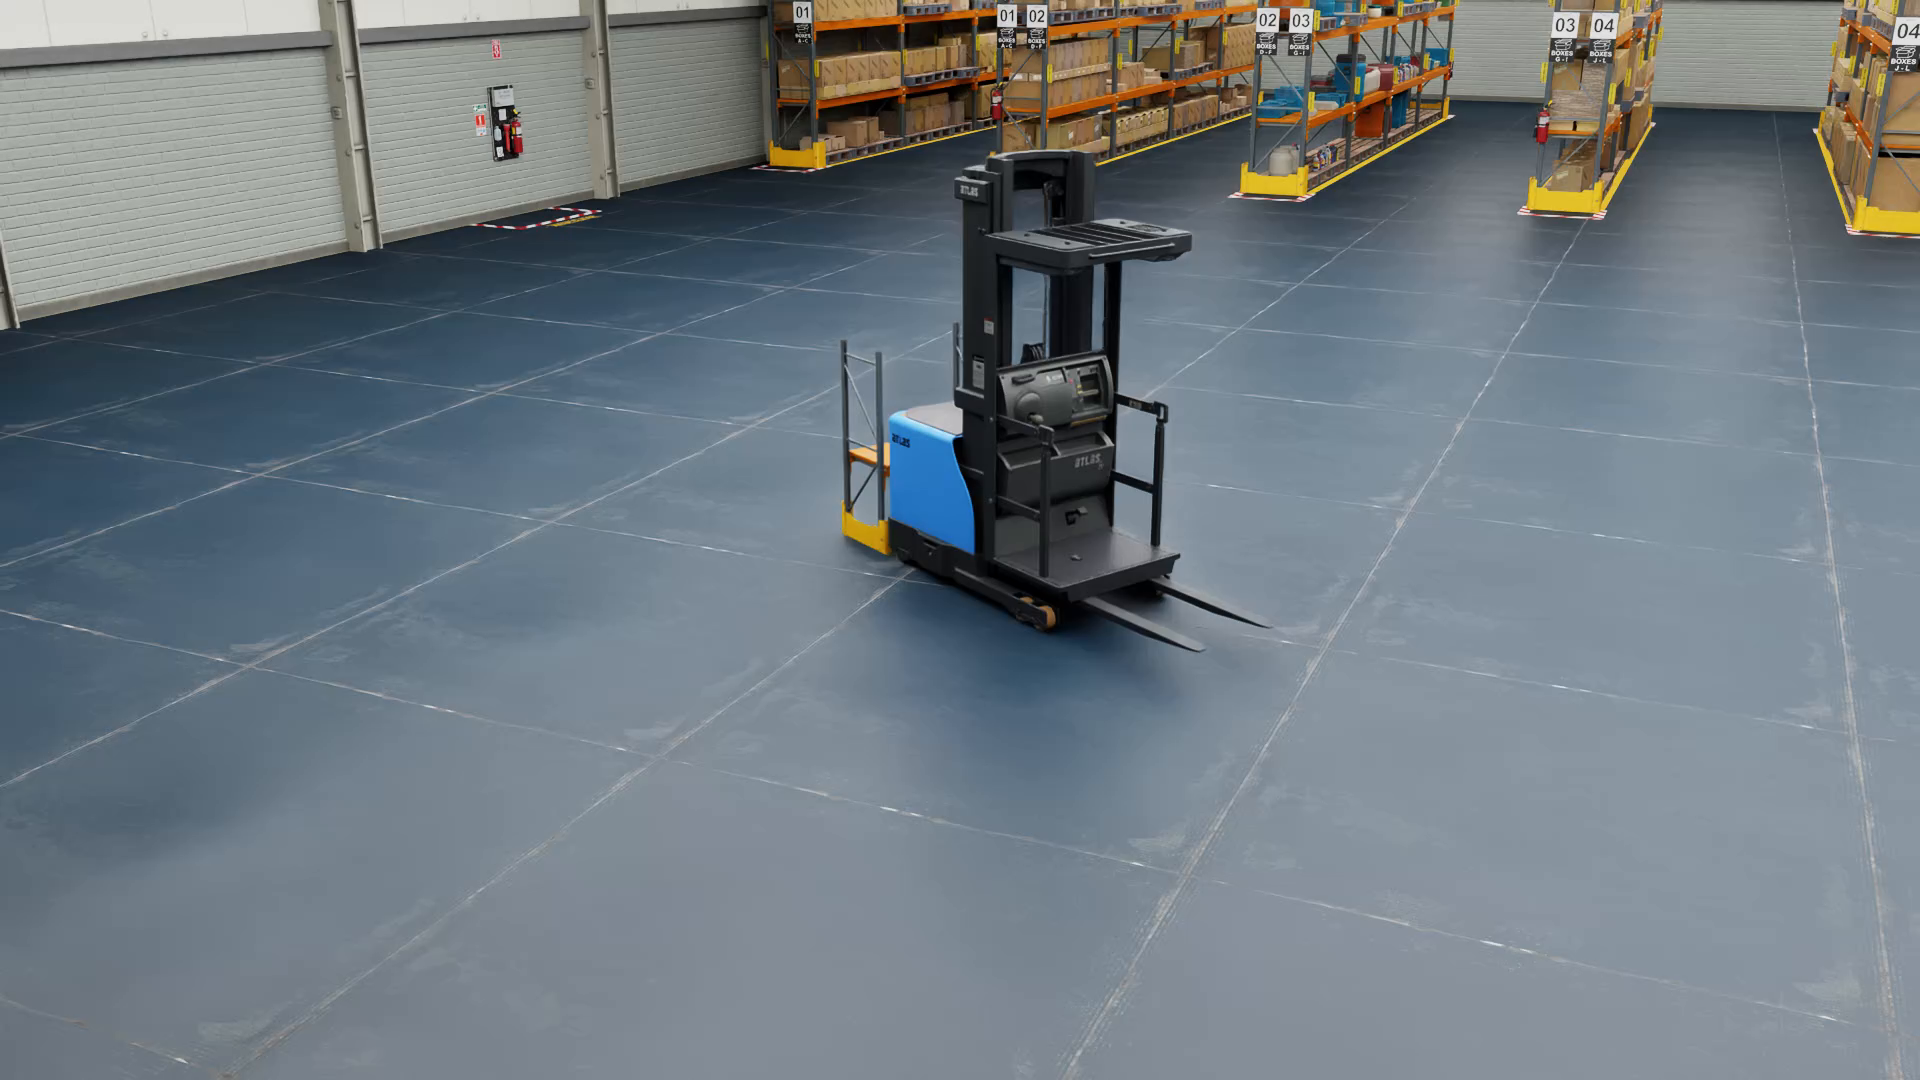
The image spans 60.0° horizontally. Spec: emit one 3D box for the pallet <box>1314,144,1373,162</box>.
[{"bbox_3d":[8.114,-8.203,35.220,1.003,0.211,1.213,9,21,23],"label":"pallet"}]

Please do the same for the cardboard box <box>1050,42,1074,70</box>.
[{"bbox_3d":[1.815,-9.486,32.581,0.700,0.500,0.500,9,21,23],"label":"cardboard box"}]

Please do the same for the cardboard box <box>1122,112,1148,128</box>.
[{"bbox_3d":[3.837,-9.307,36.802,0.500,0.311,0.500,9,22,24],"label":"cardboard box"}]

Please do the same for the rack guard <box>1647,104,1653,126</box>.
[{"bbox_3d":[16.772,-10.716,41.853,1.175,0.500,0.348,9,21,23],"label":"rack guard"}]

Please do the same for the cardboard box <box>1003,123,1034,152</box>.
[{"bbox_3d":[1.122,-7.816,32.327,0.500,0.500,0.500,9,21,23],"label":"cardboard box"}]

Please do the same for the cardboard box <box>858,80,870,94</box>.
[{"bbox_3d":[-2.234,-9.548,35.034,0.500,0.250,0.500,9,21,23],"label":"cardboard box"}]

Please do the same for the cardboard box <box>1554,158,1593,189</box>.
[{"bbox_3d":[10.695,-6.391,29.067,0.500,0.500,0.500,15,25,37],"label":"cardboard box"}]

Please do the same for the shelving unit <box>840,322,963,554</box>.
[{"bbox_3d":[-0.294,-0.790,12.450,1.083,1.500,0.587,-14,24,-34],"label":"shelving unit"}]

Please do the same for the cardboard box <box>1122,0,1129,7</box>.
[{"bbox_3d":[3.296,-11.474,35.376,0.500,0.250,0.500,6,21,17],"label":"cardboard box"}]

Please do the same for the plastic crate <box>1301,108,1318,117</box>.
[{"bbox_3d":[6.352,-7.780,30.261,0.298,0.136,0.250,9,21,23],"label":"plastic crate"}]

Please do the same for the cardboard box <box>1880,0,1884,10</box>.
[{"bbox_3d":[15.671,-8.968,27.737,0.500,0.250,0.500,8,21,22],"label":"cardboard box"}]

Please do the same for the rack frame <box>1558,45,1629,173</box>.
[{"bbox_3d":[11.848,-8.218,31.099,1.000,3.000,0.127,9,21,23],"label":"rack frame"}]

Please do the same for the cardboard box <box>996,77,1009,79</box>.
[{"bbox_3d":[1.420,-11.671,43.390,0.750,0.750,0.750,9,21,23],"label":"cardboard box"}]

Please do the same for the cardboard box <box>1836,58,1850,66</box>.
[{"bbox_3d":[19.027,-10.254,35.686,0.380,0.149,0.250,10,22,25],"label":"cardboard box"}]

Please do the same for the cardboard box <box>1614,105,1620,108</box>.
[{"bbox_3d":[12.028,-7.993,30.843,0.380,0.149,0.250,9,21,23],"label":"cardboard box"}]

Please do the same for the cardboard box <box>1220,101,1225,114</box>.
[{"bbox_3d":[6.457,-11.063,42.455,0.500,0.311,0.500,9,21,23],"label":"cardboard box"}]

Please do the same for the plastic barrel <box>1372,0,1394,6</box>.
[{"bbox_3d":[9.203,-12.107,36.290,0.600,0.830,0.708,9,21,23],"label":"plastic barrel"}]

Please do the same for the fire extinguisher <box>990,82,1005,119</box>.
[{"bbox_3d":[0.702,-8.346,31.577,0.296,0.674,0.183,9,21,23],"label":"fire extinguisher"}]

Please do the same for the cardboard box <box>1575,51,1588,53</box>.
[{"bbox_3d":[11.023,-8.467,29.716,0.500,0.500,0.500,9,21,23],"label":"cardboard box"}]

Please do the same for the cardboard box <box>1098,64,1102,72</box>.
[{"bbox_3d":[2.688,-9.663,34.045,0.380,0.149,0.250,8,21,21],"label":"cardboard box"}]

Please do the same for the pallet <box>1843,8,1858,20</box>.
[{"bbox_3d":[18.836,-10.785,34.122,1.213,0.211,1.003,9,21,23],"label":"pallet"}]

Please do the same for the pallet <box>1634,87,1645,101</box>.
[{"bbox_3d":[13.292,-9.118,33.916,1.213,0.211,1.003,9,21,23],"label":"pallet"}]

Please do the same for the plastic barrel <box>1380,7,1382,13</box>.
[{"bbox_3d":[8.913,-11.378,35.740,0.294,0.245,0.294,0,20,0],"label":"plastic barrel"}]

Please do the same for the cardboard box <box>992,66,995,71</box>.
[{"bbox_3d":[0.662,-11.759,41.402,0.380,0.149,0.250,9,21,24],"label":"cardboard box"}]

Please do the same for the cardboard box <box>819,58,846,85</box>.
[{"bbox_3d":[-2.665,-9.580,34.006,0.500,0.500,0.500,9,21,23],"label":"cardboard box"}]

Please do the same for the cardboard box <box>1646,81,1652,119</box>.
[{"bbox_3d":[16.573,-10.876,41.119,0.875,0.875,0.875,9,21,23],"label":"cardboard box"}]

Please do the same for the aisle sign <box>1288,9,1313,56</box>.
[{"bbox_3d":[5.929,-8.837,28.961,0.394,0.787,0.004,9,21,23],"label":"aisle sign"}]

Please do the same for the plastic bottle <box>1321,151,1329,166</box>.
[{"bbox_3d":[7.048,-7.378,32.147,0.152,0.276,0.135,9,21,24],"label":"plastic bottle"}]

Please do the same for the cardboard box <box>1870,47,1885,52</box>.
[{"bbox_3d":[20.015,-10.715,36.035,0.500,0.500,0.500,9,22,24],"label":"cardboard box"}]

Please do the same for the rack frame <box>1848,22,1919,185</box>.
[{"bbox_3d":[16.332,-7.506,29.098,1.000,3.000,0.127,9,21,23],"label":"rack frame"}]

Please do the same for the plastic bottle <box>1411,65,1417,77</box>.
[{"bbox_3d":[10.739,-11.119,39.444,0.152,0.276,0.135,9,21,23],"label":"plastic bottle"}]

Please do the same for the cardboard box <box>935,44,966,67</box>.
[{"bbox_3d":[-0.254,-11.589,39.772,0.700,0.500,0.500,6,20,16],"label":"cardboard box"}]

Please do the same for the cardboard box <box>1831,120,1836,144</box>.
[{"bbox_3d":[19.063,-8.782,35.791,0.500,0.500,0.500,9,22,25],"label":"cardboard box"}]

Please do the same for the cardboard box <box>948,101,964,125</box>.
[{"bbox_3d":[-0.318,-10.282,39.977,0.700,0.500,0.500,9,21,23],"label":"cardboard box"}]

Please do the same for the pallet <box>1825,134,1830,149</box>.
[{"bbox_3d":[19.851,-8.848,37.033,1.003,0.211,1.213,9,21,23],"label":"pallet"}]

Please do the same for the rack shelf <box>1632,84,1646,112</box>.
[{"bbox_3d":[14.305,-9.713,36.377,1.077,0.370,4.000,9,21,23],"label":"rack shelf"}]

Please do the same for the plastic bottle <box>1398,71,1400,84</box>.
[{"bbox_3d":[9.891,-10.461,37.601,0.097,0.271,0.097,0,20,0],"label":"plastic bottle"}]

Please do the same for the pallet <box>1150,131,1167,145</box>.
[{"bbox_3d":[4.077,-9.241,38.137,1.003,0.211,1.213,9,21,23],"label":"pallet"}]

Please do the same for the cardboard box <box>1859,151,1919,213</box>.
[{"bbox_3d":[14.911,-5.697,26.554,0.875,0.875,0.875,9,21,23],"label":"cardboard box"}]

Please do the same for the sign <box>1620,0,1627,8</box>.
[{"bbox_3d":[10.705,-8.746,26.802,0.100,0.325,0.005,9,21,23],"label":"sign"}]

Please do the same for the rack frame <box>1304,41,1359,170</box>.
[{"bbox_3d":[7.330,-8.897,33.010,1.000,3.000,0.127,9,21,23],"label":"rack frame"}]

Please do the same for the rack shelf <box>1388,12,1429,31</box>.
[{"bbox_3d":[9.787,-11.806,37.785,1.077,0.370,4.000,9,21,23],"label":"rack shelf"}]

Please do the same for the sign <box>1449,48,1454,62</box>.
[{"bbox_3d":[12.752,-12.572,43.099,0.100,0.325,0.005,9,21,23],"label":"sign"}]

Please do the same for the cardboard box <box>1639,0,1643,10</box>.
[{"bbox_3d":[13.102,-10.649,32.563,0.500,0.500,0.500,9,21,24],"label":"cardboard box"}]

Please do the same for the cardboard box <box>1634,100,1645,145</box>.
[{"bbox_3d":[14.160,-9.117,36.171,1.225,0.875,0.875,9,21,23],"label":"cardboard box"}]

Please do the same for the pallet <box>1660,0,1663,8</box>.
[{"bbox_3d":[16.468,-13.029,40.284,1.003,0.211,1.213,9,21,23],"label":"pallet"}]

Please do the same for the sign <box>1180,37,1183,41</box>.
[{"bbox_3d":[5.590,-12.504,41.859,0.100,0.325,0.005,9,21,23],"label":"sign"}]

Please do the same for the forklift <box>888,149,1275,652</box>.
[{"bbox_3d":[0.772,-0.976,10.840,1.130,2.935,3.031,-14,24,-35],"label":"forklift"}]

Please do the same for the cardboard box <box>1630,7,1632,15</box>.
[{"bbox_3d":[11.979,-9.609,30.164,0.380,0.149,0.250,9,22,24],"label":"cardboard box"}]

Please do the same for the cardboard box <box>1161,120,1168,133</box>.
[{"bbox_3d":[4.457,-9.509,38.207,0.500,0.250,0.500,9,22,24],"label":"cardboard box"}]

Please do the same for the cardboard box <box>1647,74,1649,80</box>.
[{"bbox_3d":[15.764,-10.751,38.596,0.380,0.149,0.250,9,22,24],"label":"cardboard box"}]
